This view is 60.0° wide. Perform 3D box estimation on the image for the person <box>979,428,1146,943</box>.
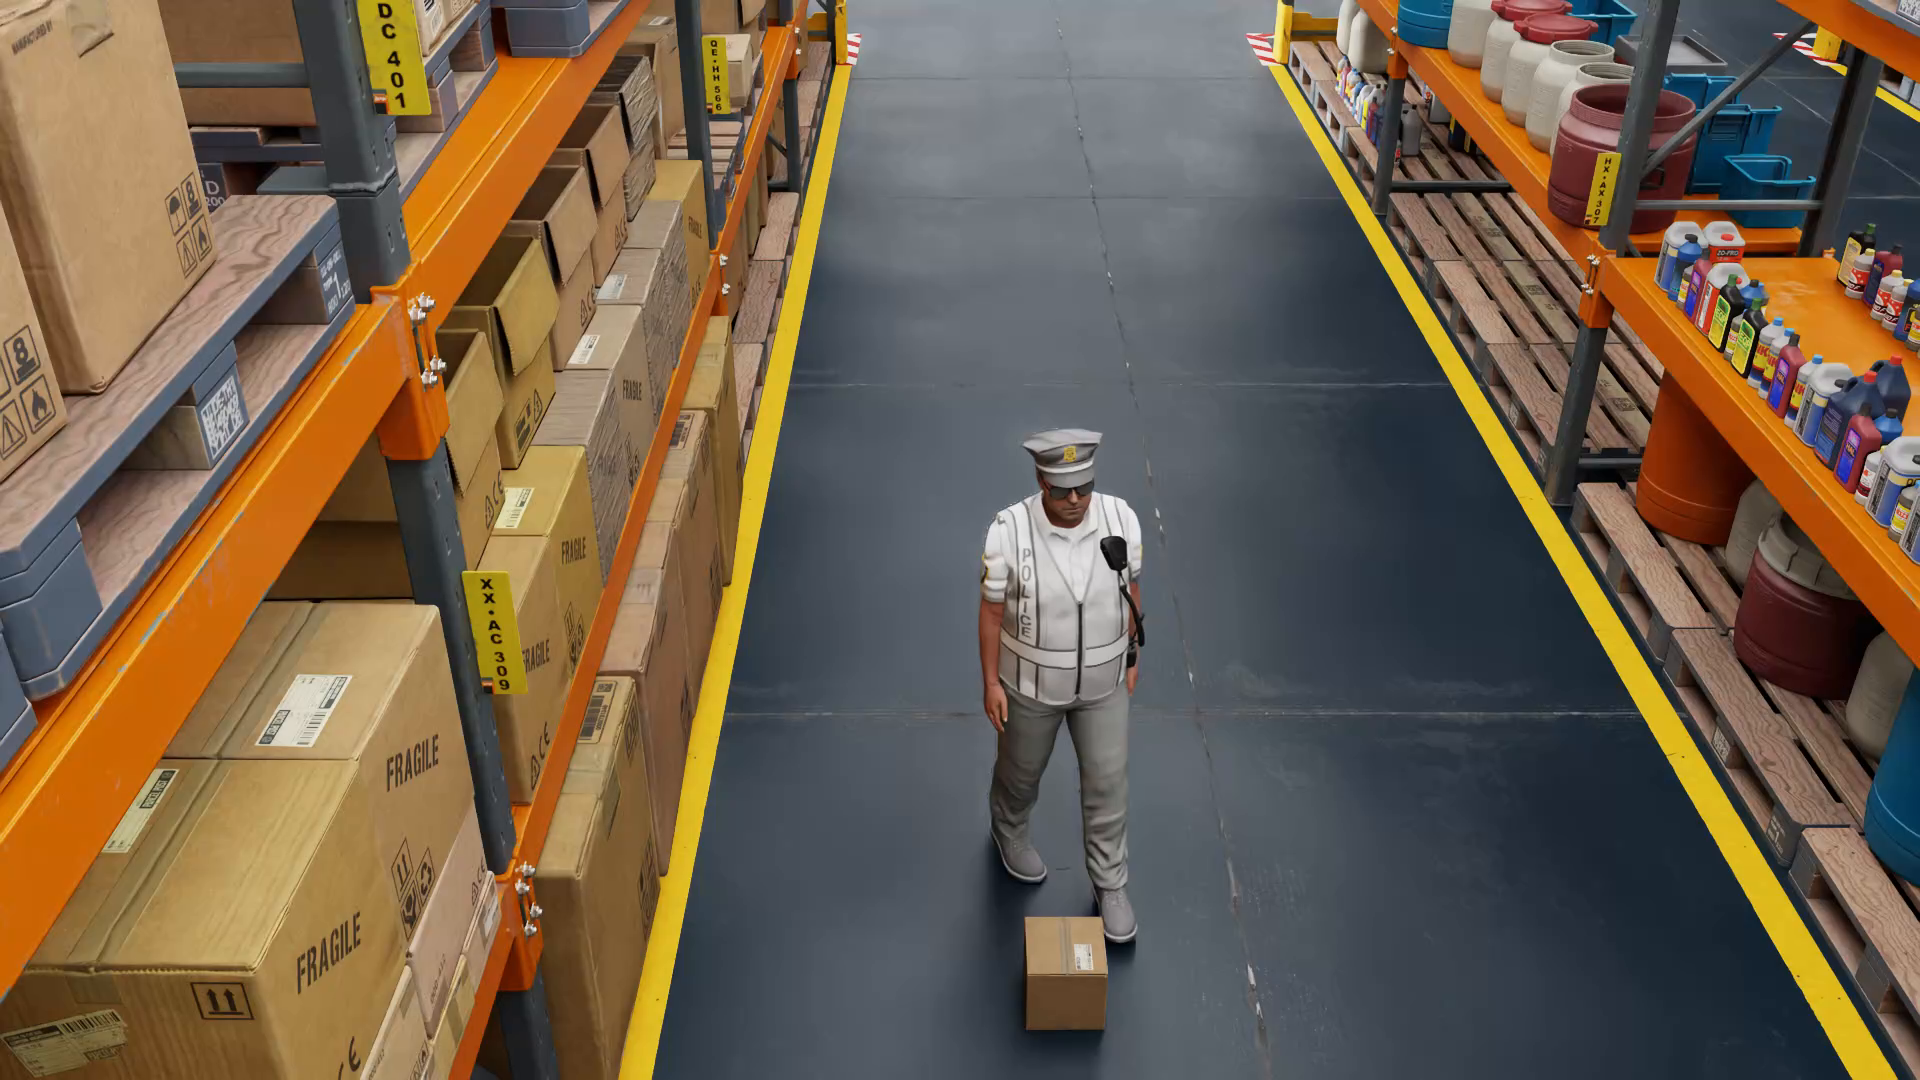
[{"bbox_3d":[0.350,0.467,5.350,0.548,1.759,0.697,-6,32,-10],"label":"person"}]
